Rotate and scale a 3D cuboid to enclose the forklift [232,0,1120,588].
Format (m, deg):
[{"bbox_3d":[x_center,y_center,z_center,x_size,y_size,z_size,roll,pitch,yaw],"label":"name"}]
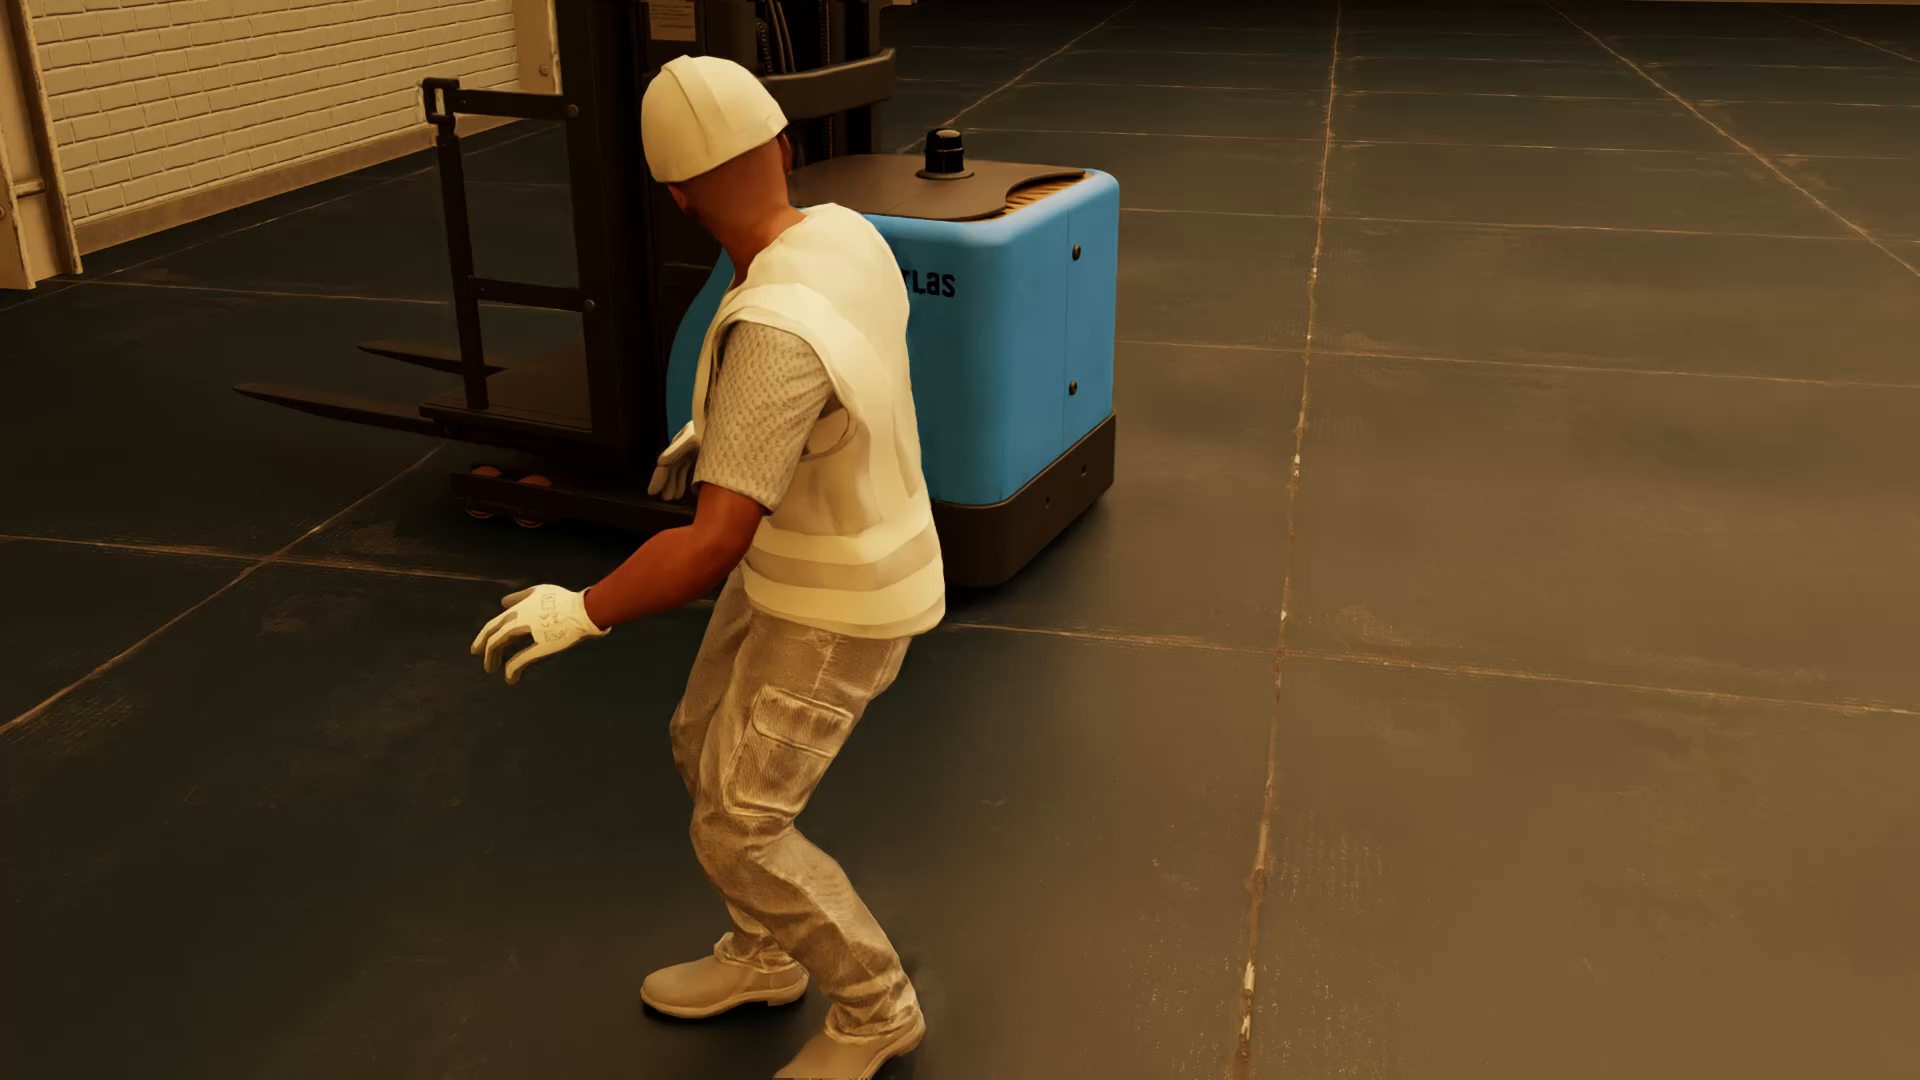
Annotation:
[{"bbox_3d":[-1.059,-1.563,5.099,3.031,2.935,1.130,10,24,23],"label":"forklift"}]

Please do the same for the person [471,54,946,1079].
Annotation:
[{"bbox_3d":[-0.384,0.093,2.705,0.721,1.704,0.822,-3,22,-7],"label":"person"}]
